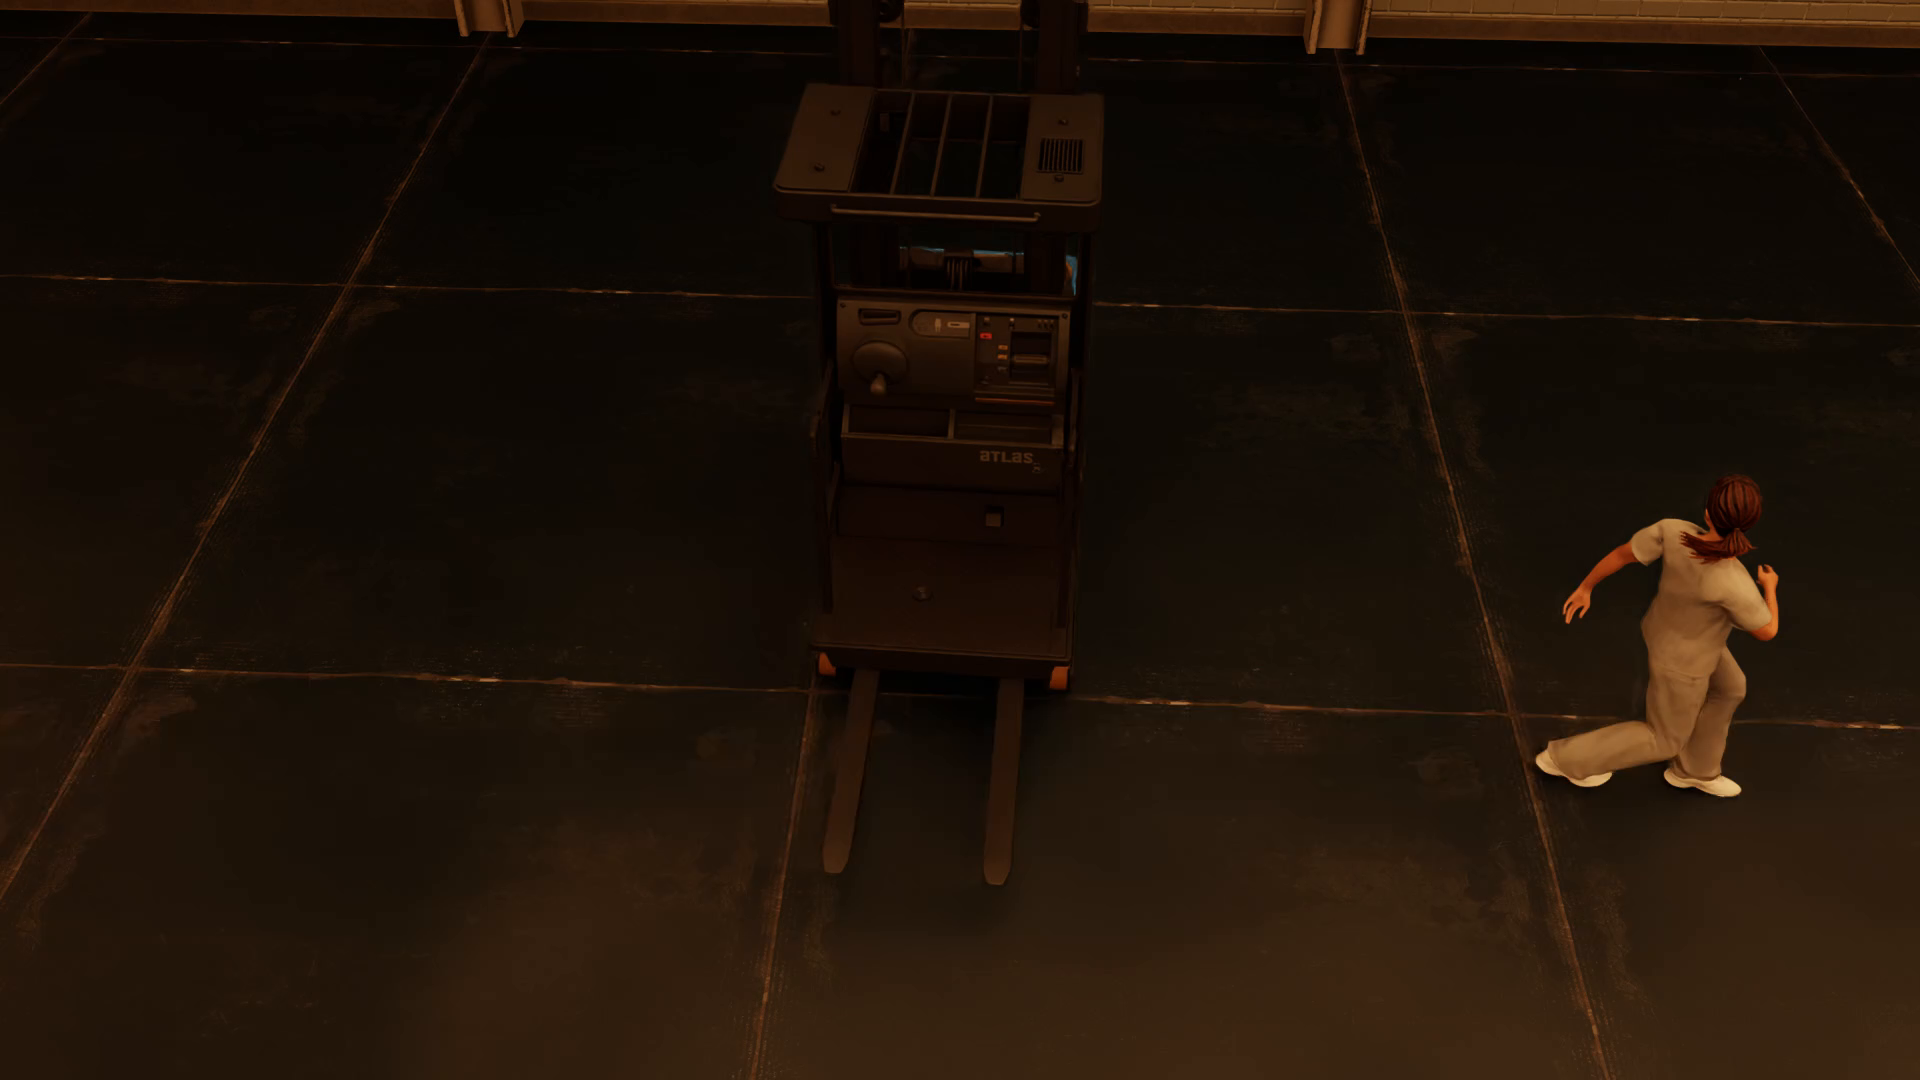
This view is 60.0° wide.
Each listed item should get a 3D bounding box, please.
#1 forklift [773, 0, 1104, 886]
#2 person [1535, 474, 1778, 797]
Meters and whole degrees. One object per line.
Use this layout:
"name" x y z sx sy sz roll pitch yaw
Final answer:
"forklift" -0.045 -0.671 6.478 1.130 2.935 3.031 3 42 4
"person" 2.767 0.393 6.337 0.852 1.589 0.471 1 42 1
